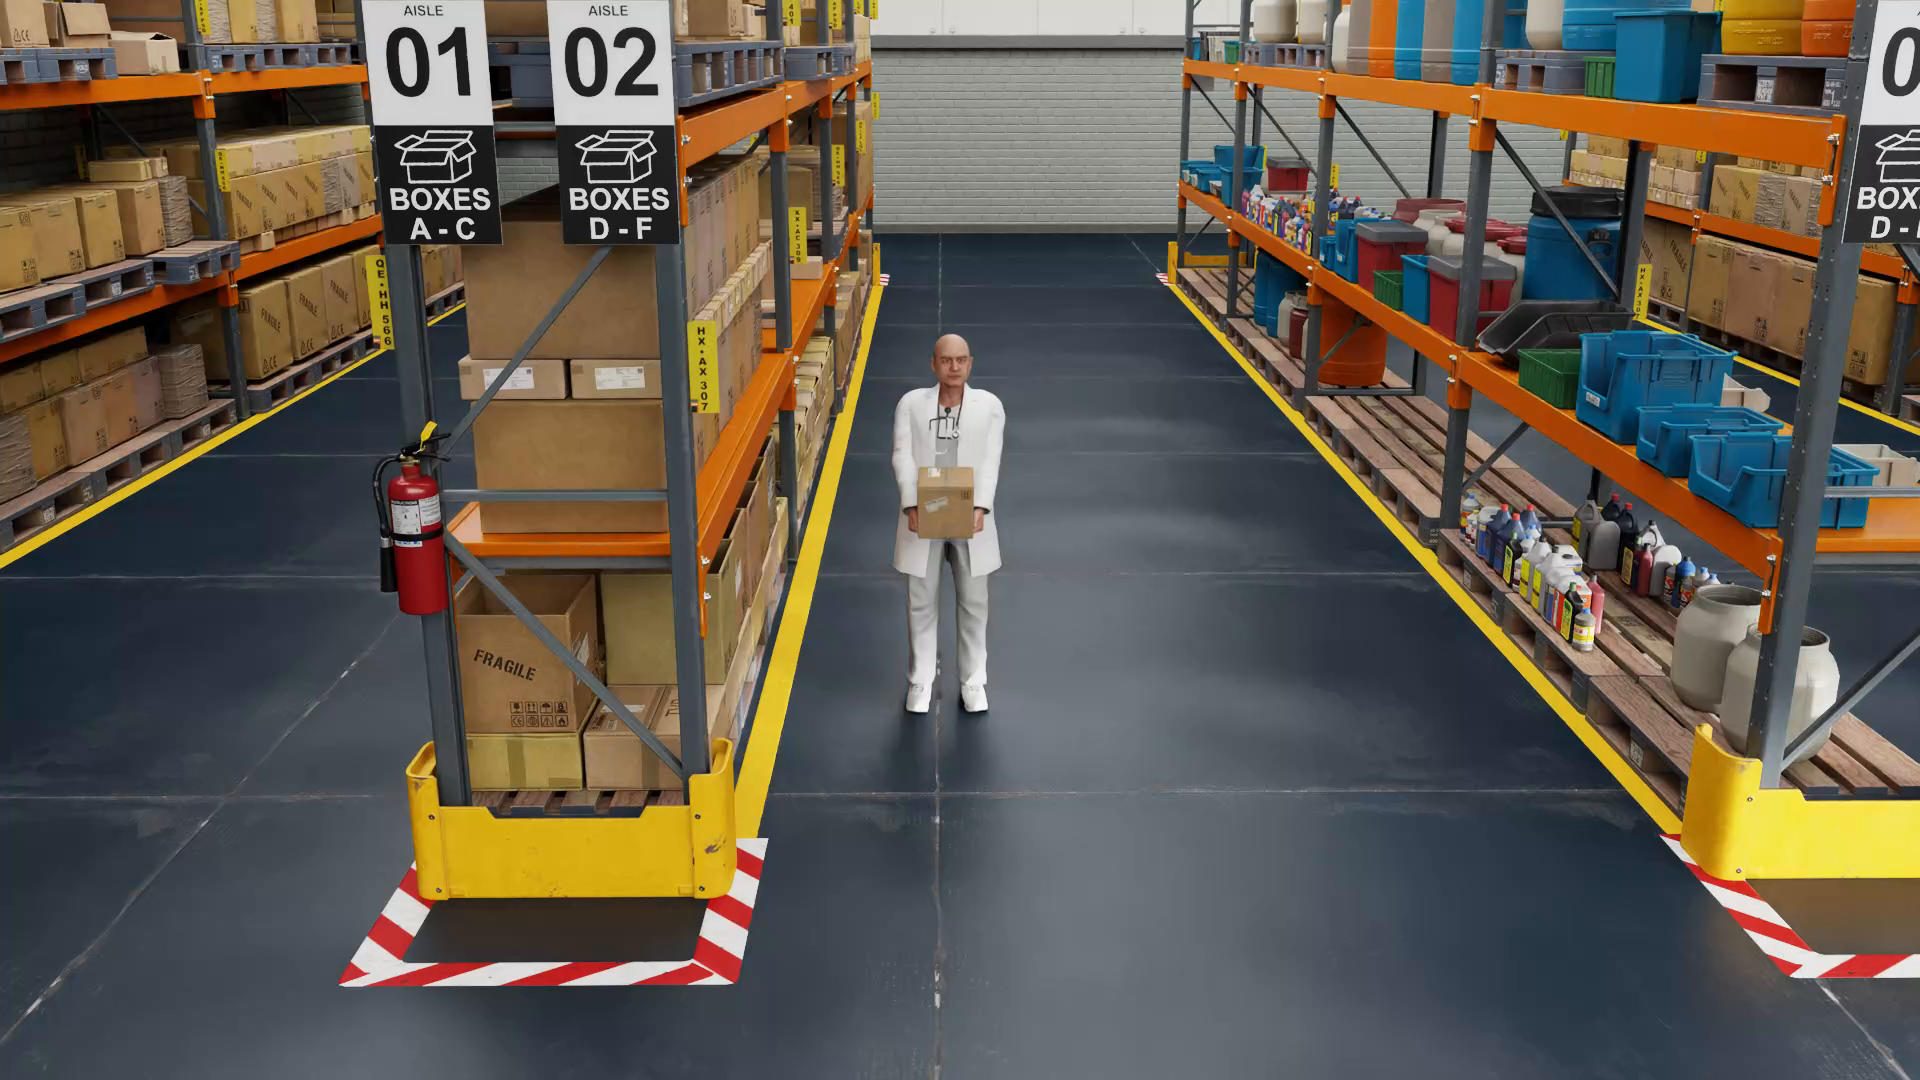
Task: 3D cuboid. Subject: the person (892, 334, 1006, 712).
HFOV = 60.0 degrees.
[{"bbox_3d":[-0.054,-0.046,7.732,0.530,1.770,0.563,0,17,0],"label":"person"}]
